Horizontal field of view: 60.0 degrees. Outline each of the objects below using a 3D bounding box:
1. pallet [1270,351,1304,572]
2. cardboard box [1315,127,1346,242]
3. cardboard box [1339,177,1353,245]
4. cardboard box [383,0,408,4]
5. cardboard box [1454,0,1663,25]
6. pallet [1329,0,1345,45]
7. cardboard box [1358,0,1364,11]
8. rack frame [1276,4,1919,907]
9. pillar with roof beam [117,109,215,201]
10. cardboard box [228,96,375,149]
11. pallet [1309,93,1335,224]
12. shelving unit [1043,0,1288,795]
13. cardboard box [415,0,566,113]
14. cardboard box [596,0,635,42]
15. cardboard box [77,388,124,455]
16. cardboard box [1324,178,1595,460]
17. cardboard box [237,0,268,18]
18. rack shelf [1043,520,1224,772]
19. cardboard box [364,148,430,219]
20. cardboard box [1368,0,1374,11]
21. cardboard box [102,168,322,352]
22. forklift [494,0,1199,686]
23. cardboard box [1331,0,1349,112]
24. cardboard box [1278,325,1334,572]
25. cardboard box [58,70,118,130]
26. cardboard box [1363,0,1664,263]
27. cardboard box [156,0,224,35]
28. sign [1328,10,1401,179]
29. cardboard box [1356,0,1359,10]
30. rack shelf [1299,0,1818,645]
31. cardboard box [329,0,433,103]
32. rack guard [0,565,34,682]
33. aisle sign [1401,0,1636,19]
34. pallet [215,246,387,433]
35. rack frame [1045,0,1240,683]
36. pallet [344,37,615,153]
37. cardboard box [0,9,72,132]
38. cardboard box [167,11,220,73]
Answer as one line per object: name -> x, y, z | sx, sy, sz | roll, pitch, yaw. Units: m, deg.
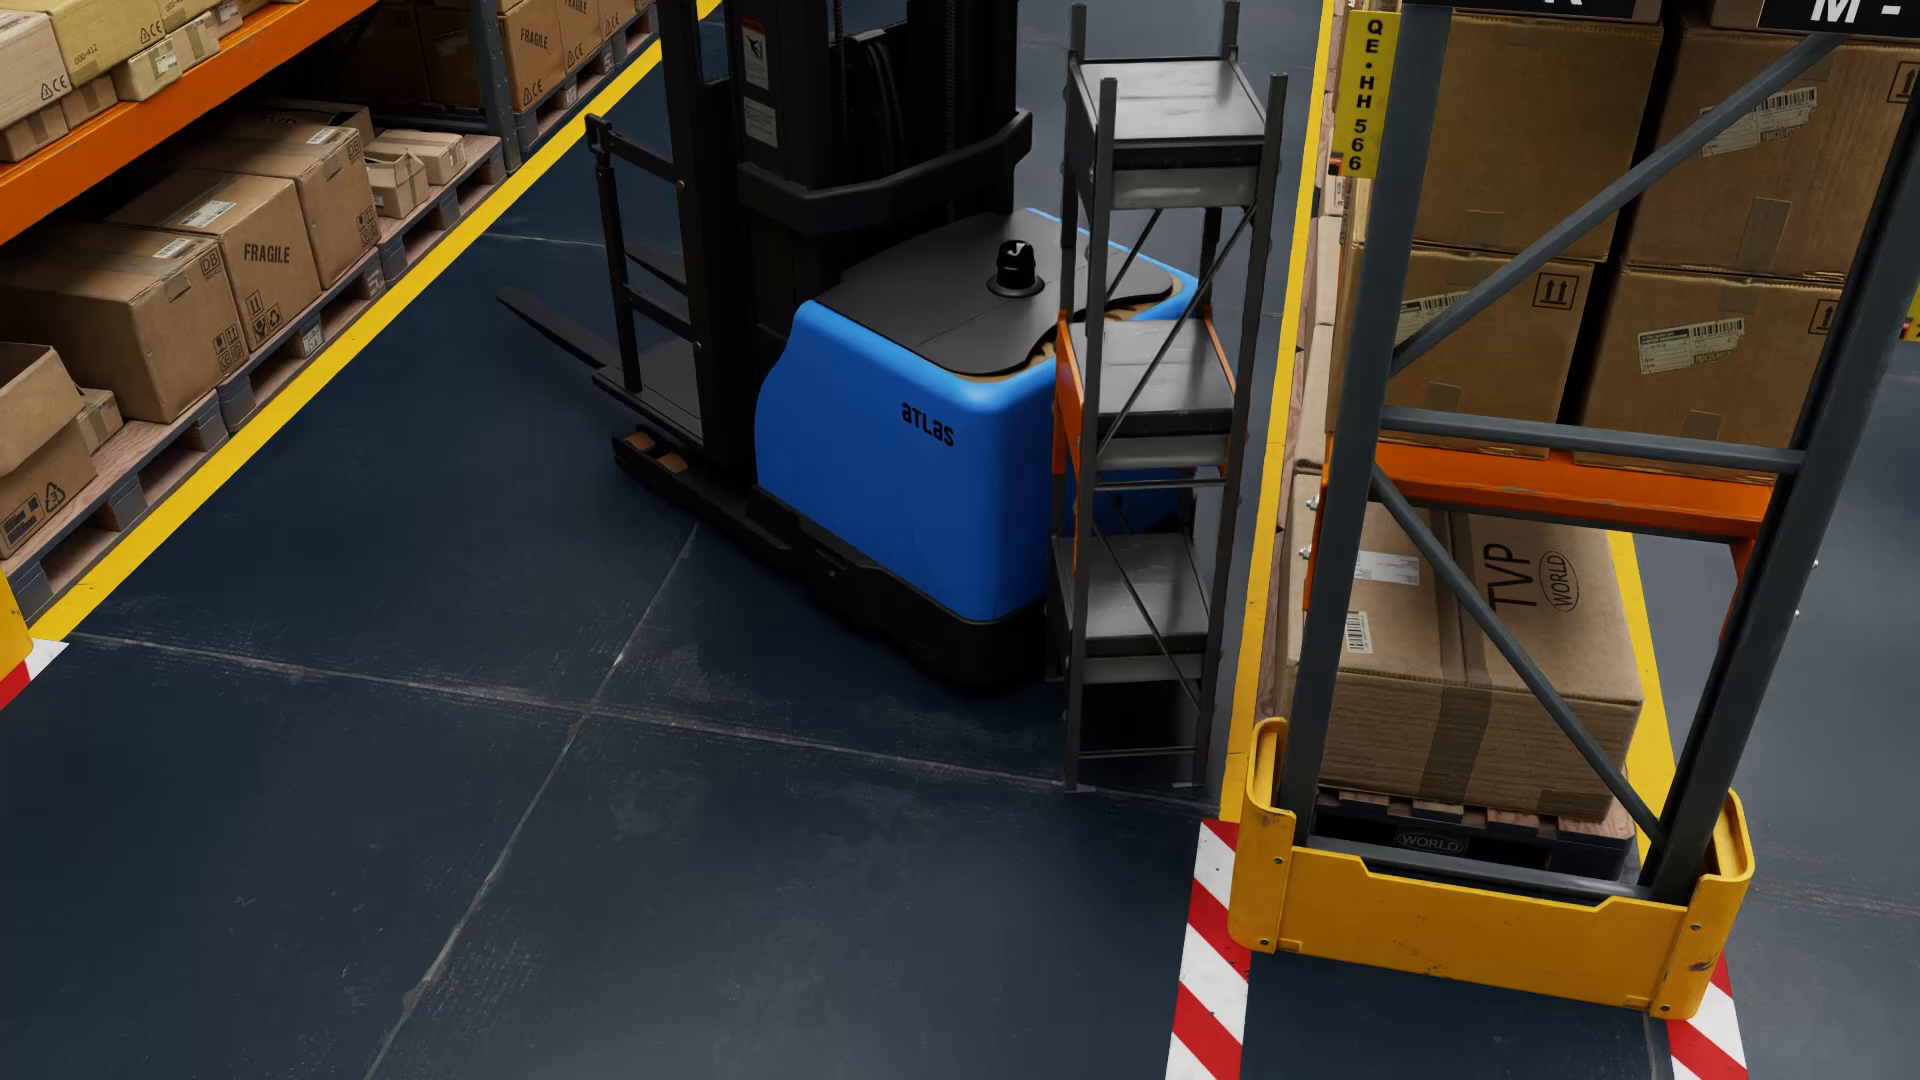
pallet -> 1.657, -0.241, 5.902 | 1.003, 0.211, 1.213 | 7, 37, 10
cardboard box -> 1.915, -1.283, 6.790 | 0.875, 0.438, 0.875 | 7, 36, 9
cardboard box -> 1.366, -1.136, 4.677 | 0.500, 0.500, 0.500 | 8, 37, 11
cardboard box -> -2.899, -2.785, 8.256 | 0.380, 0.149, 0.250 | 6, 36, 8
cardboard box -> 1.181, -1.143, 3.281 | 0.380, 0.149, 0.250 | 8, 37, 11
pallet -> 2.766, -3.219, 10.011 | 1.003, 0.211, 1.213 | 7, 37, 10
cardboard box -> 1.574, -1.729, 5.495 | 0.500, 0.500, 0.500 | 8, 37, 10
rack frame -> 1.300, -0.204, 3.476 | 1.000, 3.000, 0.127 | 7, 37, 10
pillar with roof beam -> 0.481, -4.721, 4.595 | 9.100, 9.000, 0.400 | 7, 37, 10
cardboard box -> -3.068, -1.850, 7.679 | 0.500, 0.311, 0.500 | 9, 37, 12
pallet -> 2.245, -1.820, 8.081 | 1.003, 0.211, 1.213 | 7, 37, 10
shelving unit -> 0.481, -0.277, 4.343 | 0.431, 2.100, 0.503 | -2, 36, -3
cardboard box -> -2.373, -2.524, 8.449 | 0.500, 0.500, 0.500 | 9, 37, 12
cardboard box -> -2.158, -3.117, 9.266 | 0.500, 0.500, 0.500 | 6, 36, 9
cardboard box -> -3.198, -0.417, 5.841 | 0.380, 0.149, 0.250 | 6, 36, 8
cardboard box -> 1.144, -0.554, 3.874 | 0.500, 0.500, 0.500 | 8, 37, 10
cardboard box -> -2.858, -2.066, 6.259 | 0.380, 0.149, 0.250 | 8, 37, 11
rack shelf -> 0.481, 0.300, 4.762 | 0.431, 0.518, 0.480 | -2, 36, -3
cardboard box -> -2.604, -1.620, 7.400 | 0.396, 0.266, 0.258 | 9, 37, 12
cardboard box -> 1.362, -1.542, 4.385 | 0.500, 0.500, 0.500 | 7, 37, 10
cardboard box -> -2.896, -1.097, 6.479 | 0.500, 0.500, 0.500 | 8, 37, 11
forklift -> -0.610, -1.515, 5.343 | 1.130, 2.935, 3.031 | -29, 45, -34
cardboard box -> 2.394, -2.691, 8.360 | 0.875, 0.875, 0.875 | 8, 37, 11
cardboard box -> 1.530, -0.253, 5.369 | 0.875, 0.438, 0.875 | 8, 37, 11
cardboard box -> -3.016, -1.473, 5.441 | 0.380, 0.149, 0.250 | 8, 37, 11
cardboard box -> 1.170, -0.956, 3.575 | 0.500, 0.500, 0.500 | 8, 37, 12
cardboard box -> -2.889, -1.986, 5.809 | 0.500, 0.250, 0.500 | 6, 36, 9
sign -> 0.773, -0.845, 3.171 | 0.100, 0.325, 0.005 | 7, 37, 10
cardboard box -> 1.798, -2.302, 6.284 | 0.500, 0.500, 0.500 | 8, 37, 11
rack shelf -> 1.727, -1.059, 5.269 | 1.077, 0.370, 4.000 | 7, 37, 10
cardboard box -> -2.880, -2.594, 8.545 | 0.500, 0.500, 0.500 | 7, 37, 10
rack guard -> -3.534, 0.144, 5.125 | 1.175, 0.500, 0.348 | 7, 37, 10
aisle sign -> 0.981, -1.254, 2.709 | 0.394, 0.787, 0.004 | 7, 37, 10
pallet -> -3.102, -0.893, 6.803 | 1.003, 0.211, 1.213 | 7, 37, 10
rack frame -> 0.463, -0.420, 4.541 | 0.400, 2.100, 0.015 | -2, 36, -3
pallet -> -2.559, -2.459, 8.963 | 1.003, 0.211, 1.213 | 7, 37, 10
cardboard box -> -3.083, -1.399, 4.999 | 0.500, 0.250, 0.500 | 8, 37, 10
cardboard box -> -2.852, -1.762, 5.840 | 0.380, 0.149, 0.250 | 8, 37, 11
